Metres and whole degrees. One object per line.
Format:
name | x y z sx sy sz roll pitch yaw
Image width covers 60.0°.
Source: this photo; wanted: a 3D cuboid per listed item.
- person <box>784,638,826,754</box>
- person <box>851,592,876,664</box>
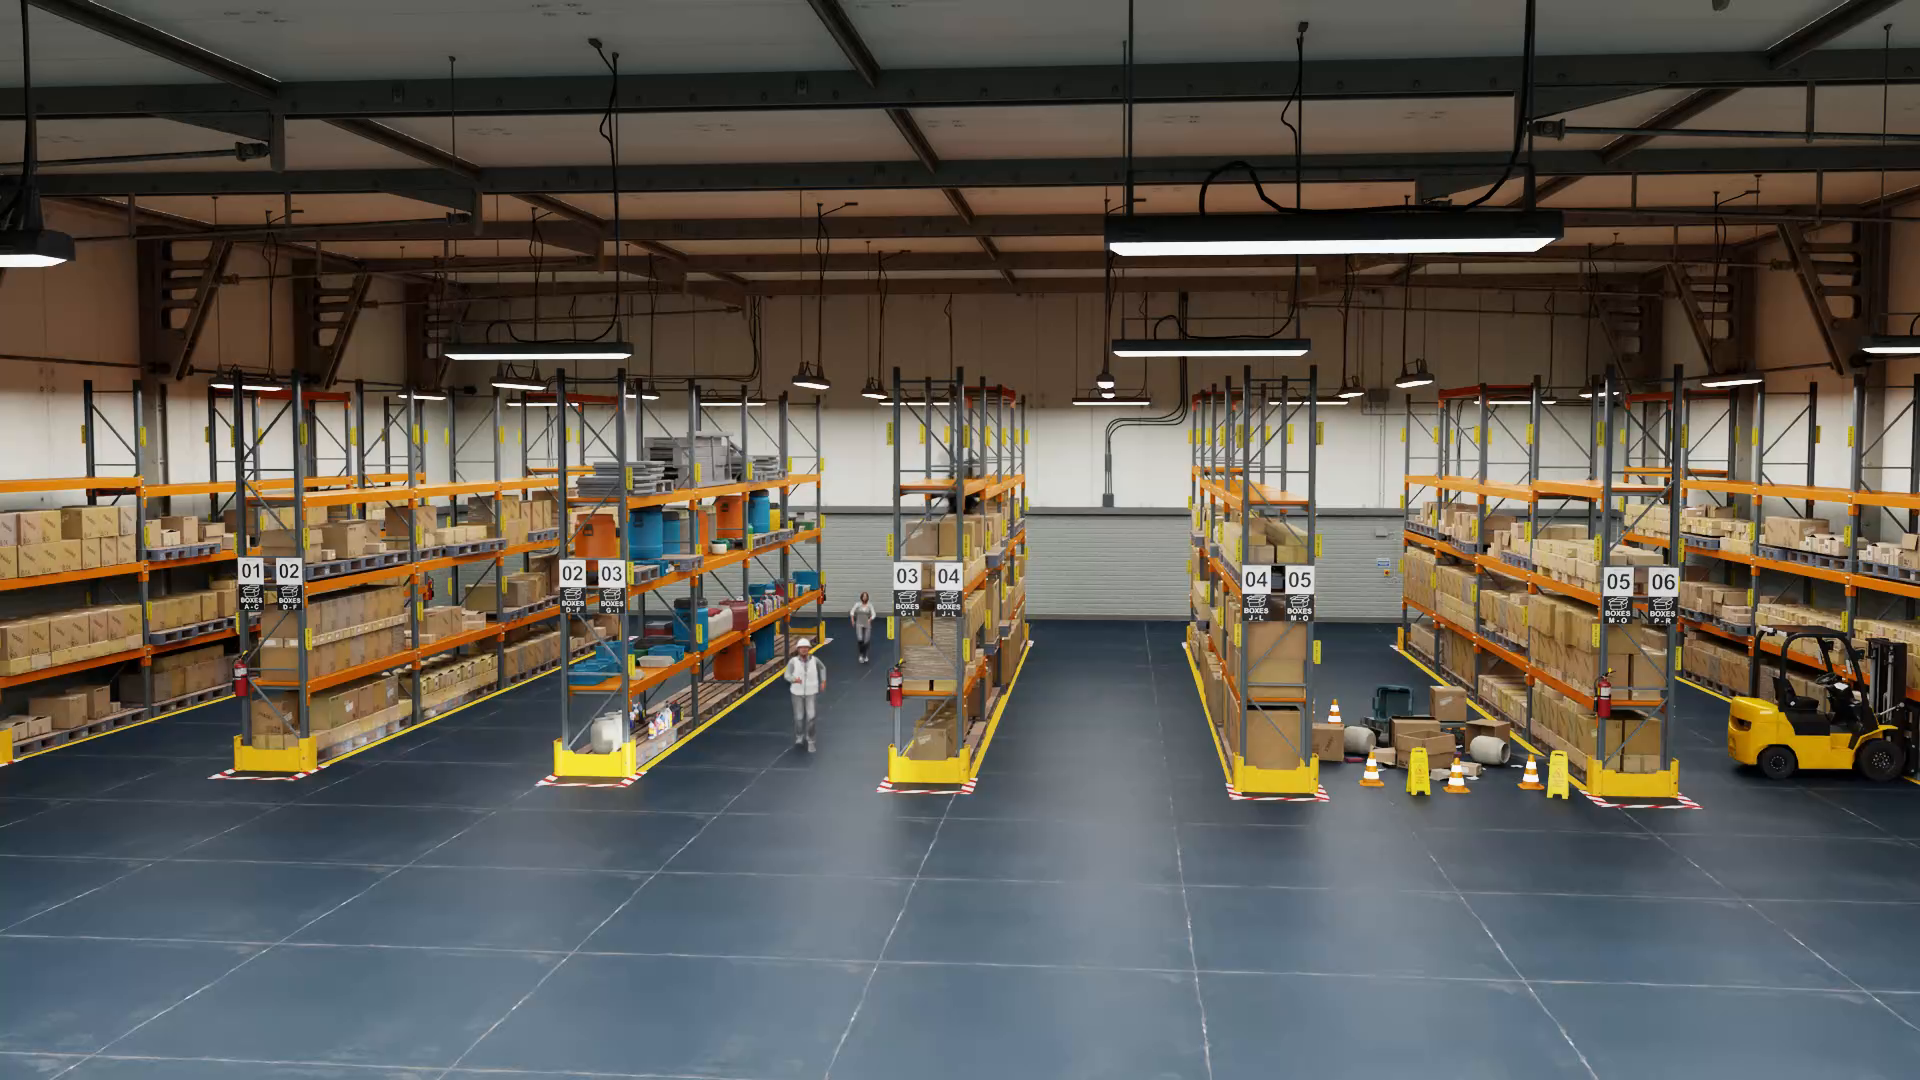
person | -2.471 2.485 26.507 0.673 1.855 0.760 0 4 -6
person | -2.125 1.935 36.677 0.548 1.589 0.640 -1 4 -8
